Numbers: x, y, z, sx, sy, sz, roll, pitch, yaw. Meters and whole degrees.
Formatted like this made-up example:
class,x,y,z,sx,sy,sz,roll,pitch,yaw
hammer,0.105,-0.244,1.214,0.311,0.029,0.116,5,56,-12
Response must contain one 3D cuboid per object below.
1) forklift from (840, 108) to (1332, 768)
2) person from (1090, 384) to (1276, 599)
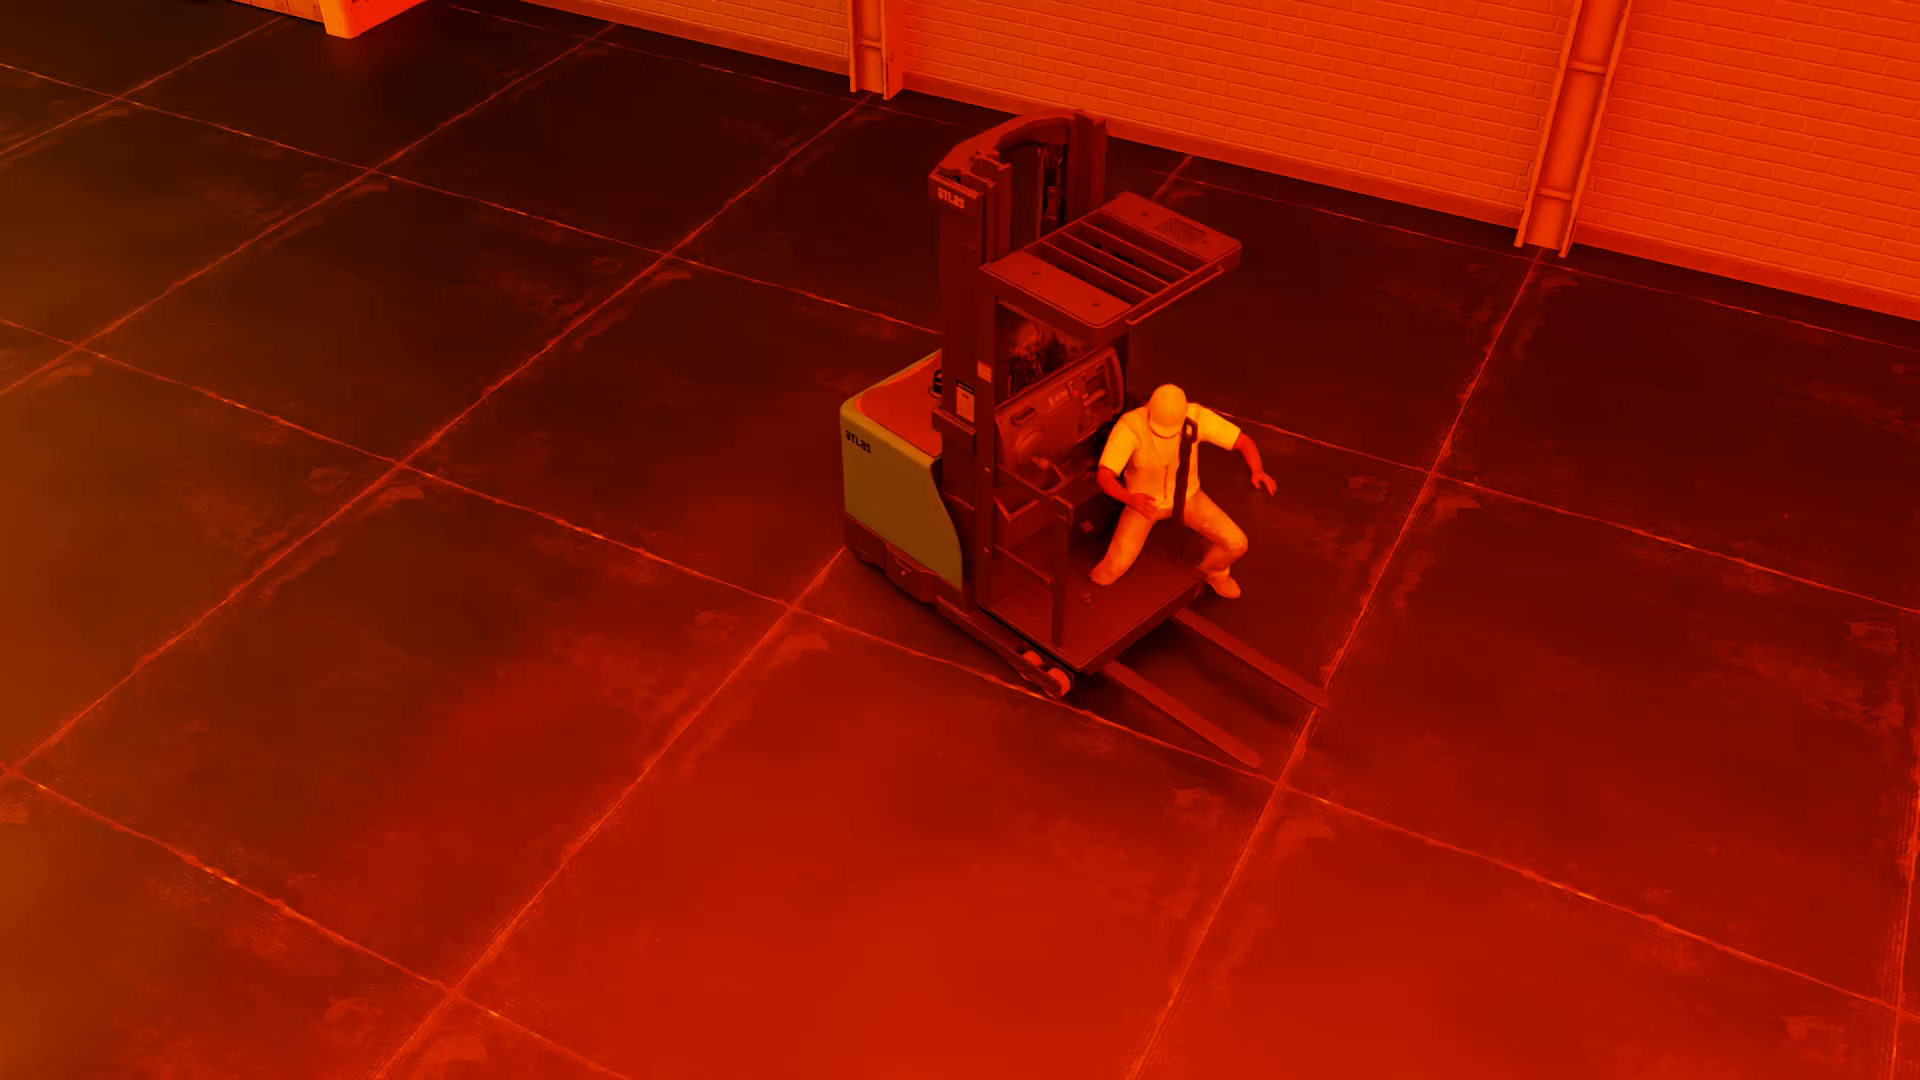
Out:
class,x,y,z,sx,sy,sz,roll,pitch,yaw
forklift,0.687,-0.624,8.728,1.130,2.935,3.031,-33,50,-33
person,1.138,-0.181,9.257,1.076,1.545,0.737,-2,40,-2
